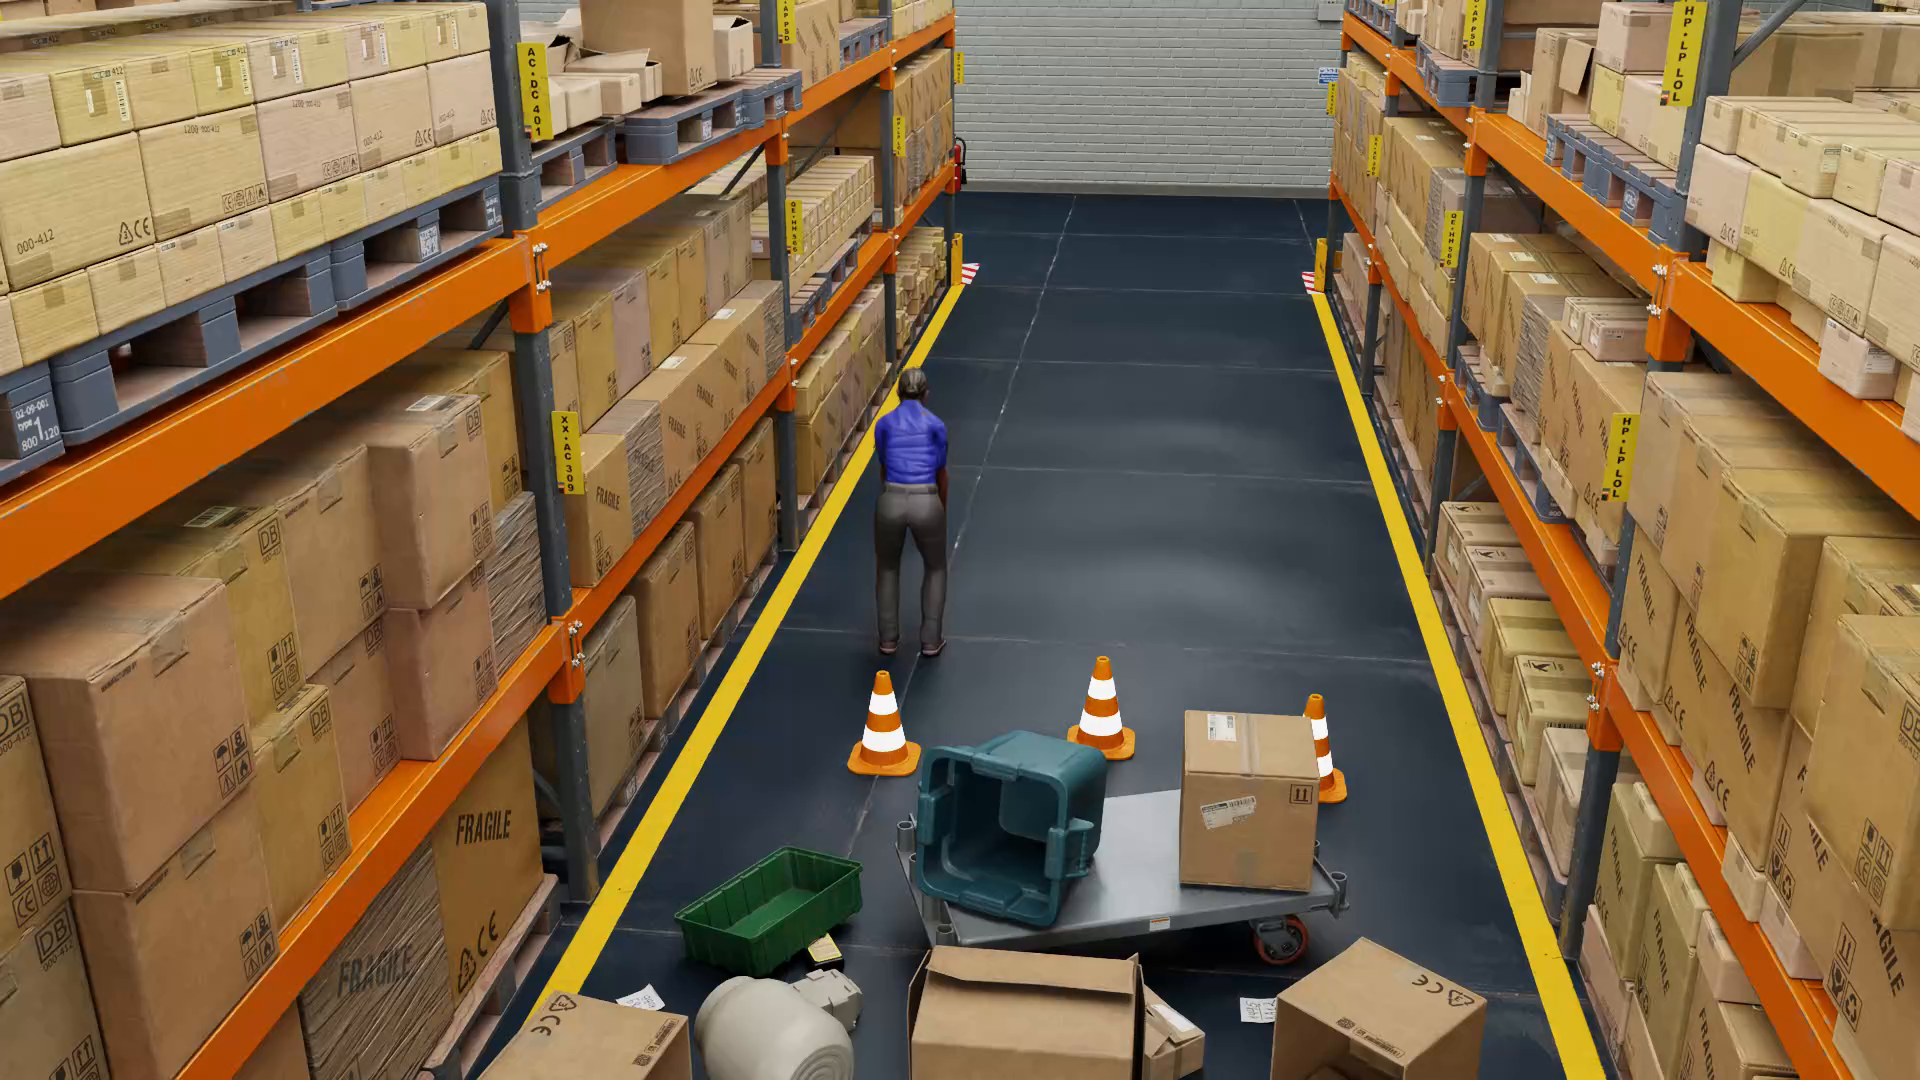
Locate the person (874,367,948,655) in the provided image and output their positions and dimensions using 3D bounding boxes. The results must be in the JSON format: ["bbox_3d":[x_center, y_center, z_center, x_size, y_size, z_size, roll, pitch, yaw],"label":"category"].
[{"bbox_3d":[-0.262,-0.147,9.166,0.402,1.524,0.614,2,21,5],"label":"person"}]
